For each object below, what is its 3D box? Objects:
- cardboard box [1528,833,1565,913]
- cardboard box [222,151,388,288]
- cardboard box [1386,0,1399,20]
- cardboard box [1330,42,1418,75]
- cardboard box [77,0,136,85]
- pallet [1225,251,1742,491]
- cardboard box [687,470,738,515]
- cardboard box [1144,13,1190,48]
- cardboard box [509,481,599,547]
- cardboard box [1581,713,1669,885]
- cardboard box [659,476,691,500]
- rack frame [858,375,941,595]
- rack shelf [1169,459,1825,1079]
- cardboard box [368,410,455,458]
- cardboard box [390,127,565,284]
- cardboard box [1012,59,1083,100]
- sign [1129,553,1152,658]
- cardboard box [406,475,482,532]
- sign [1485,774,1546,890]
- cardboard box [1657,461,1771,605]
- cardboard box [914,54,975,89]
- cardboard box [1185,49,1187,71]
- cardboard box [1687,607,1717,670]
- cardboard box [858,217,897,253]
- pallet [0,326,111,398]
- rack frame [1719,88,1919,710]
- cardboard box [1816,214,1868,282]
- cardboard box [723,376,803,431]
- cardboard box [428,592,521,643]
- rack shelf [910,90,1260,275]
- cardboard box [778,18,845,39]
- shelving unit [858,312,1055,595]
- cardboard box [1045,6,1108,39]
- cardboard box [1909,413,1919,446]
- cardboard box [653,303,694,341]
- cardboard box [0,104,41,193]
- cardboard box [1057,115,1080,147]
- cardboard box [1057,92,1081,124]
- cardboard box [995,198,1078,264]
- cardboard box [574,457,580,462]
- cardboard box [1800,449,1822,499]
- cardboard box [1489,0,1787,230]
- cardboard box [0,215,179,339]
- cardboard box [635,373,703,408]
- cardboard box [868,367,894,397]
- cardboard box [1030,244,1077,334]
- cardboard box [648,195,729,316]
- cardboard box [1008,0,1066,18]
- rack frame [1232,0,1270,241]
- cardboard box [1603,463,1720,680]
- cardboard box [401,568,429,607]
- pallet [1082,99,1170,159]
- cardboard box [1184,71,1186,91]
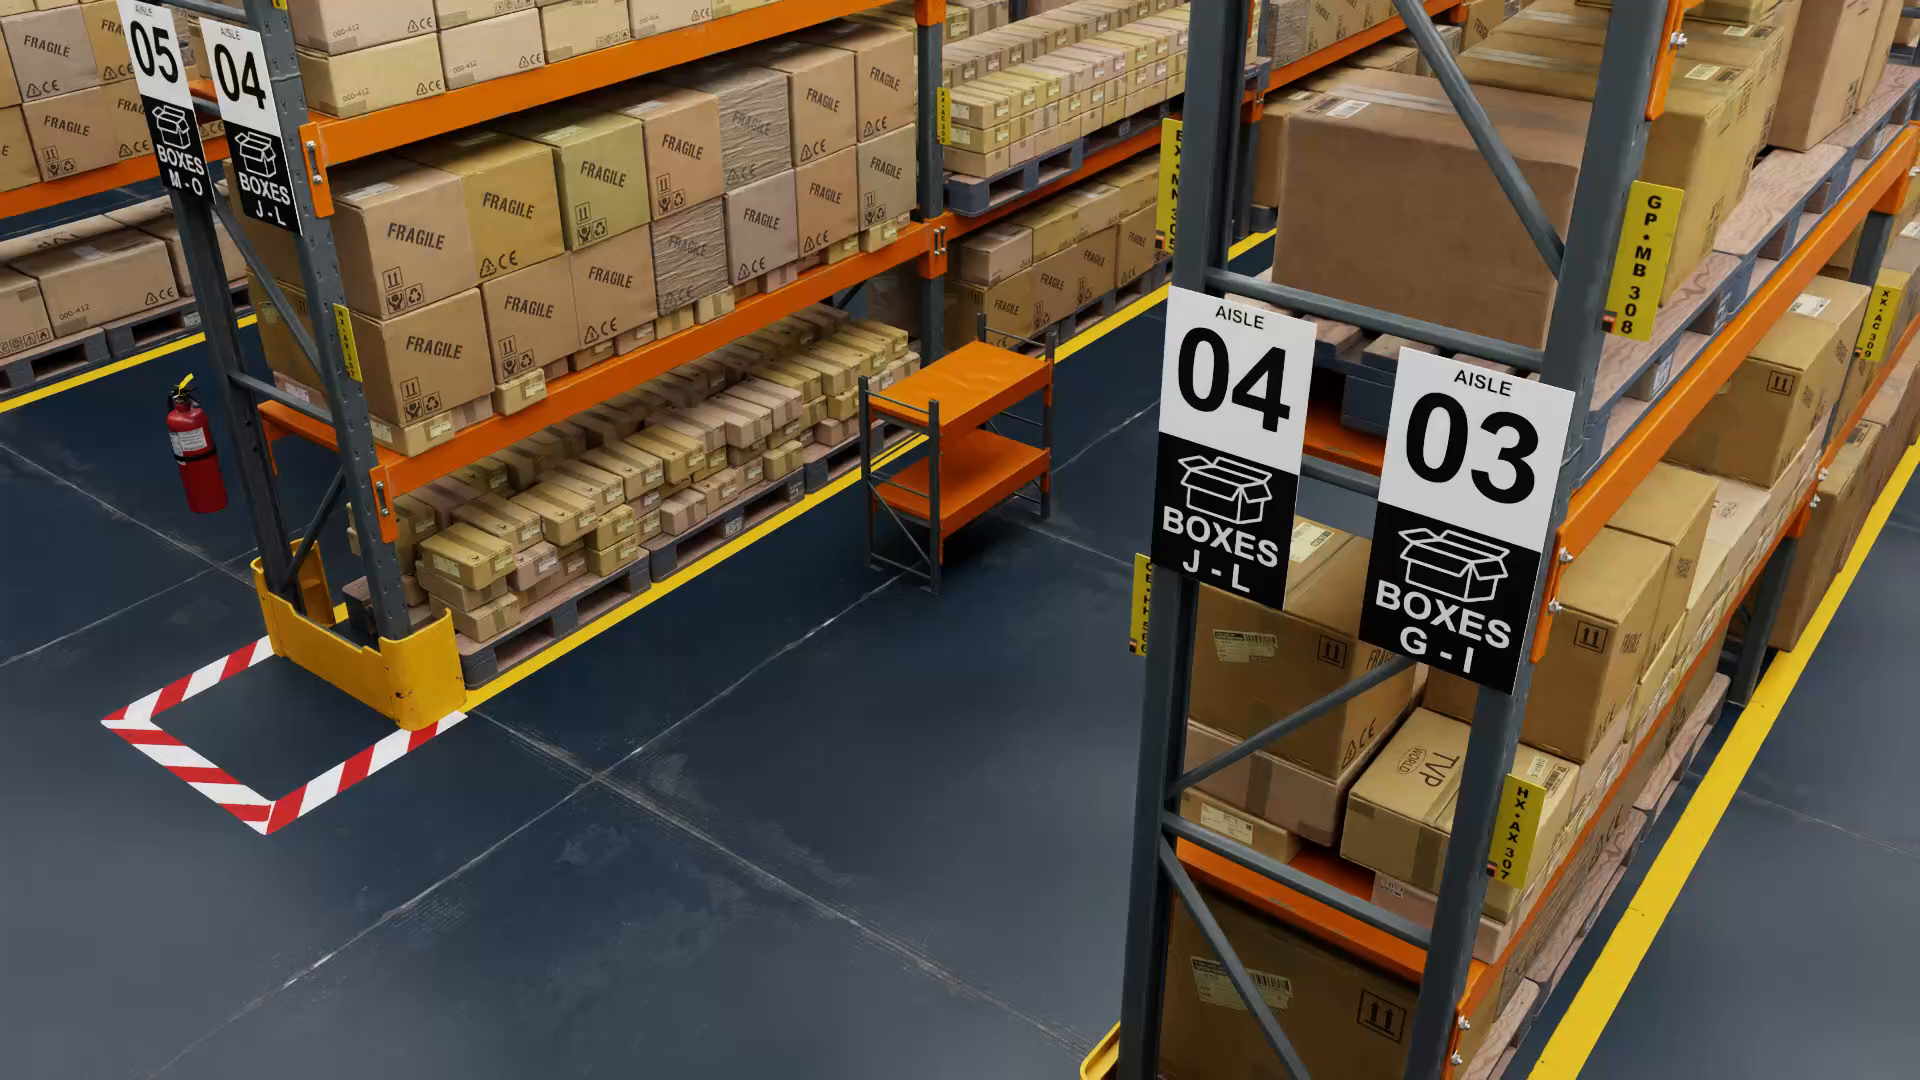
[{"bbox_3d":[1.577,0.924,4.995,0.380,0.149,0.250,21,36,31],"label":"cardboard box"},{"bbox_3d":[-2.869,-1.468,7.414,0.500,0.500,0.500,20,36,30],"label":"cardboard box"},{"bbox_3d":[3.585,-4.819,14.342,0.500,0.500,0.500,22,37,32],"label":"cardboard box"},{"bbox_3d":[3.408,-4.023,14.892,1.050,0.750,0.750,21,37,31],"label":"cardboard box"},{"bbox_3d":[-5.527,-3.294,10.787,0.500,0.500,0.500,21,37,31],"label":"cardboard box"},{"bbox_3d":[1.386,-0.593,4.454,1.003,0.211,1.213,21,37,31],"label":"pallet"},{"bbox_3d":[-1.453,-0.305,9.208,0.380,0.149,0.250,21,37,31],"label":"cardboard box"},{"bbox_3d":[1.482,-3.526,11.509,0.380,0.149,0.250,22,37,33],"label":"cardboard box"},{"bbox_3d":[-2.035,-0.135,8.336,0.380,0.149,0.250,21,37,31],"label":"cardboard box"},{"bbox_3d":[2.355,0.681,6.831,0.875,0.875,0.875,21,37,31],"label":"cardboard box"},{"bbox_3d":[-1.682,-0.372,9.028,0.380,0.149,0.250,23,38,34],"label":"cardboard box"},{"bbox_3d":[-0.311,-0.275,8.610,0.500,1.125,0.032,21,37,31],"label":"rack frame"},{"bbox_3d":[2.153,0.460,6.237,1.077,0.370,4.000,21,37,31],"label":"rack shelf"},{"bbox_3d":[-2.490,-0.527,7.443,0.380,0.149,0.250,21,36,31],"label":"cardboard box"},{"bbox_3d":[-2.165,-1.513,7.490,0.500,0.500,0.500,22,37,33],"label":"cardboard box"},{"bbox_3d":[0.545,-2.896,10.446,0.380,0.149,0.250,21,36,31],"label":"cardboard box"},{"bbox_3d":[0.522,0.191,4.618,0.100,0.325,0.005,21,37,31],"label":"sign"},{"bbox_3d":[-2.632,-0.192,8.432,0.380,0.149,0.250,22,37,32],"label":"cardboard box"},{"bbox_3d":[1.385,0.730,4.149,0.100,0.325,0.005,21,37,31],"label":"sign"},{"bbox_3d":[2.685,-0.047,6.242,0.500,0.250,0.500,22,37,32],"label":"cardboard box"},{"bbox_3d":[-0.127,-2.995,10.613,0.380,0.149,0.250,20,36,30],"label":"cardboard box"},{"bbox_3d":[1.479,-3.397,11.582,0.380,0.149,0.250,21,37,31],"label":"cardboard box"},{"bbox_3d":[2.508,0.296,6.054,0.380,0.149,0.250,22,37,32],"label":"cardboard box"},{"bbox_3d":[-0.587,-1.795,9.584,0.380,0.149,0.250,20,36,30],"label":"cardboard box"},{"bbox_3d":[-6.534,-1.236,11.128,1.003,0.211,1.213,21,37,31],"label":"pallet"},{"bbox_3d":[3.361,-0.662,7.425,1.000,3.000,0.127,21,37,31],"label":"rack frame"},{"bbox_3d":[3.740,-1.399,7.586,0.797,0.503,0.637,20,36,30],"label":"cardboard box"},{"bbox_3d":[-1.116,-0.776,9.418,0.380,0.149,0.250,19,36,29],"label":"cardboard box"},{"bbox_3d":[-2.376,0.327,8.140,0.380,0.149,0.250,22,37,32],"label":"cardboard box"},{"bbox_3d":[0.675,-2.733,11.625,1.077,0.370,4.000,21,37,31],"label":"rack shelf"},{"bbox_3d":[-0.999,-2.722,9.531,0.500,0.500,0.500,22,37,32],"label":"cardboard box"},{"bbox_3d":[-0.004,-0.481,8.959,0.538,1.125,1.048,21,37,31],"label":"shelving unit"},{"bbox_3d":[0.815,-3.629,11.683,0.380,0.149,0.250,23,38,33],"label":"cardboard box"},{"bbox_3d":[5.342,-1.281,10.141,1.225,0.875,0.875,19,36,29],"label":"cardboard box"},{"bbox_3d":[-1.589,-1.176,8.539,0.380,0.149,0.250,23,37,33],"label":"cardboard box"},{"bbox_3d":[-6.153,-2.450,10.344,0.500,0.500,0.500,21,36,31],"label":"cardboard box"},{"bbox_3d":[0.541,-2.638,10.593,0.380,0.149,0.250,22,37,32],"label":"cardboard box"},{"bbox_3d":[0.539,-2.766,10.517,0.380,0.149,0.250,19,36,29],"label":"cardboard box"},{"bbox_3d":[0.444,-2.094,11.145,0.500,0.250,0.500,22,37,33],"label":"cardboard box"},{"bbox_3d":[-2.242,-0.415,9.100,0.380,0.149,0.250,22,37,32],"label":"cardboard box"},{"bbox_3d":[3.438,-0.329,7.110,0.380,0.149,0.250,21,37,32],"label":"cardboard box"},{"bbox_3d":[1.927,-1.238,4.847,0.700,0.500,0.500,18,35,28],"label":"cardboard box"},{"bbox_3d":[-6.090,-1.838,11.511,0.875,0.438,0.875,22,37,33],"label":"cardboard box"},{"bbox_3d":[-1.689,-0.824,9.500,0.380,0.149,0.250,19,36,29],"label":"cardboard box"},{"bbox_3d":[-0.623,-0.972,10.041,0.380,0.149,0.250,19,36,29],"label":"cardboard box"},{"bbox_3d":[0.443,-1.769,11.333,0.500,0.500,0.500,23,38,33],"label":"cardboard box"},{"bbox_3d":[-1.545,-1.502,8.452,0.500,0.500,0.500,20,36,30],"label":"cardboard box"},{"bbox_3d":[0.860,-6.118,18.917,0.500,0.250,0.500,19,36,29],"label":"cardboard box"},{"bbox_3d":[1.882,-3.856,12.814,1.000,3.000,0.127,21,37,31],"label":"rack frame"},{"bbox_3d":[2.061,0.050,5.343,0.500,0.500,0.500,20,36,30],"label":"cardboard box"},{"bbox_3d":[-2.796,0.164,8.416,0.380,0.149,0.250,22,37,32],"label":"cardboard box"},{"bbox_3d":[0.720,-2.956,11.484,1.003,0.211,1.213,21,37,31],"label":"pallet"},{"bbox_3d":[1.491,-3.281,11.679,0.380,0.149,0.250,21,36,31],"label":"cardboard box"}]
